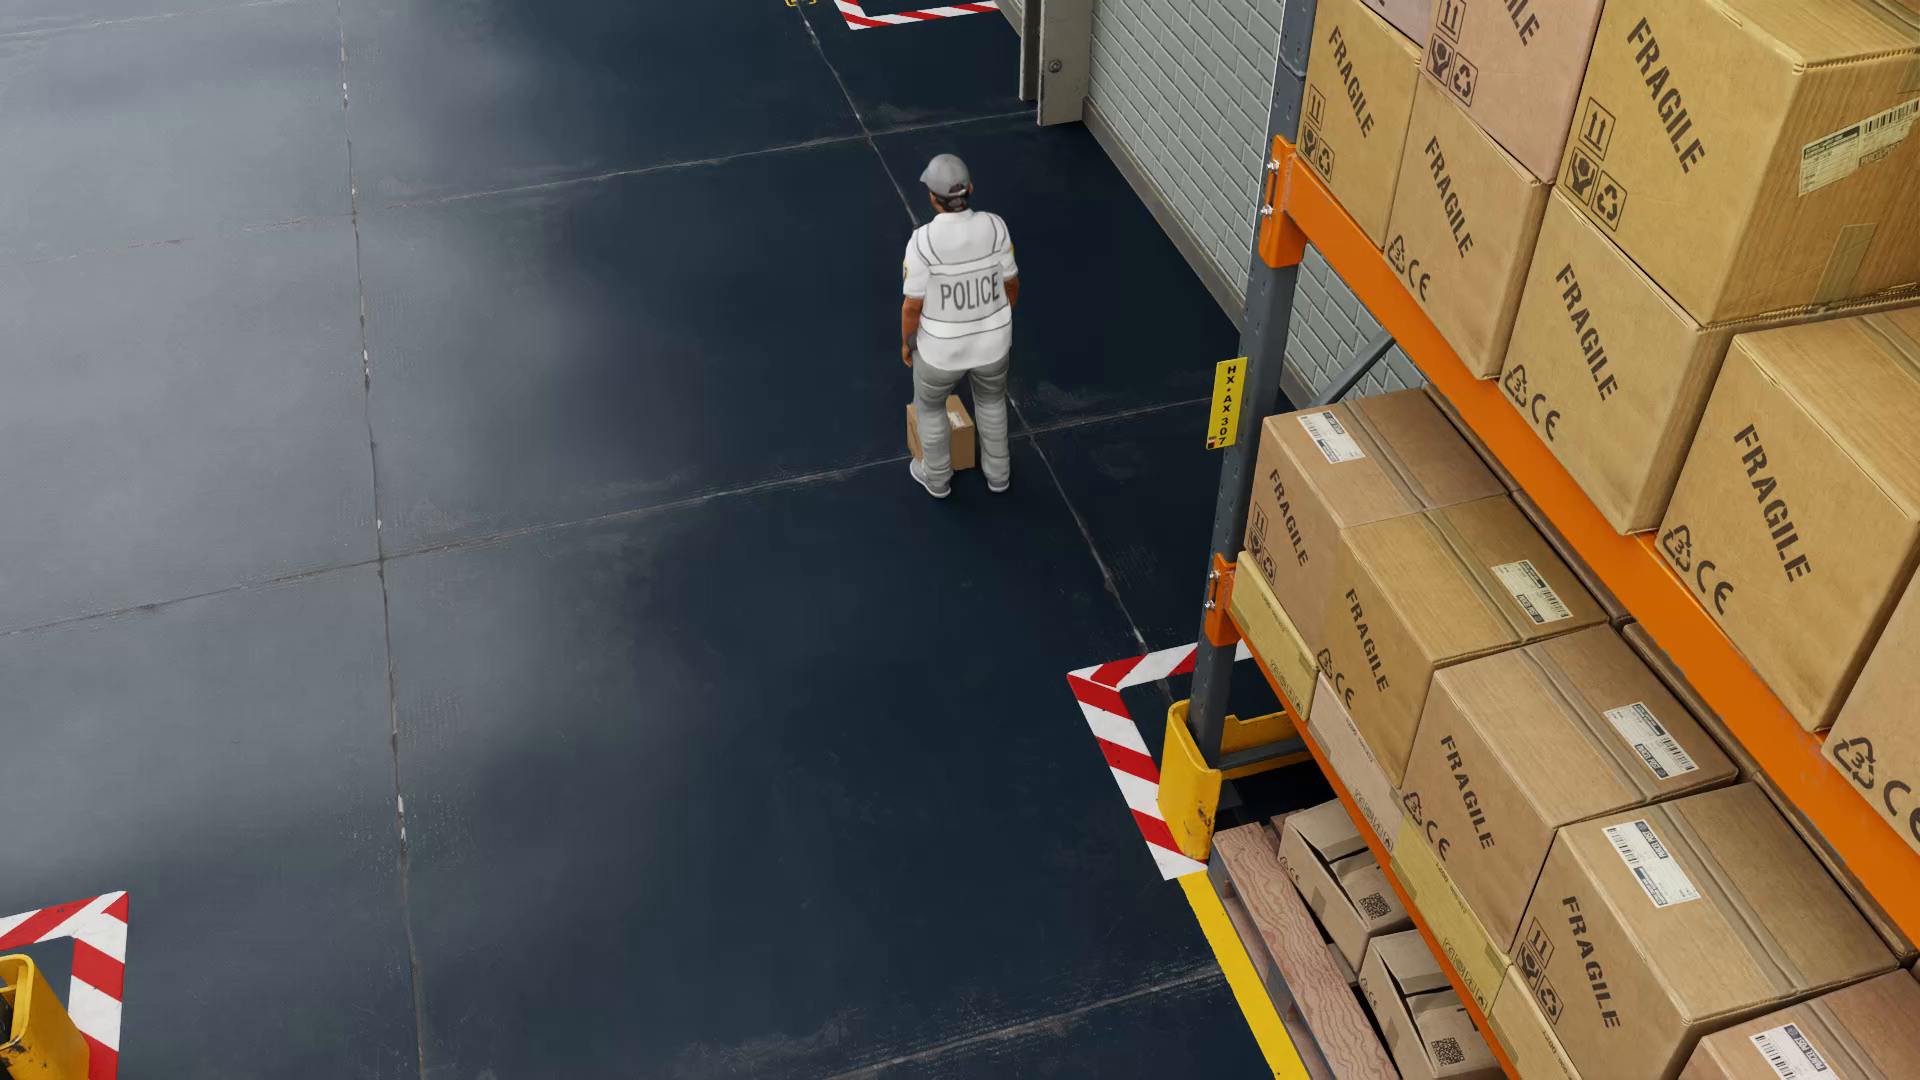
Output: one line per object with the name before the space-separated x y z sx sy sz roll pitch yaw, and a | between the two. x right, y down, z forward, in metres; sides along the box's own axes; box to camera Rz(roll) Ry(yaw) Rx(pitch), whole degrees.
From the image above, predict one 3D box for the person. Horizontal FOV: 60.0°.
person | -0.003 -0.868 7.103 0.538 1.666 0.461 -13 44 -14
